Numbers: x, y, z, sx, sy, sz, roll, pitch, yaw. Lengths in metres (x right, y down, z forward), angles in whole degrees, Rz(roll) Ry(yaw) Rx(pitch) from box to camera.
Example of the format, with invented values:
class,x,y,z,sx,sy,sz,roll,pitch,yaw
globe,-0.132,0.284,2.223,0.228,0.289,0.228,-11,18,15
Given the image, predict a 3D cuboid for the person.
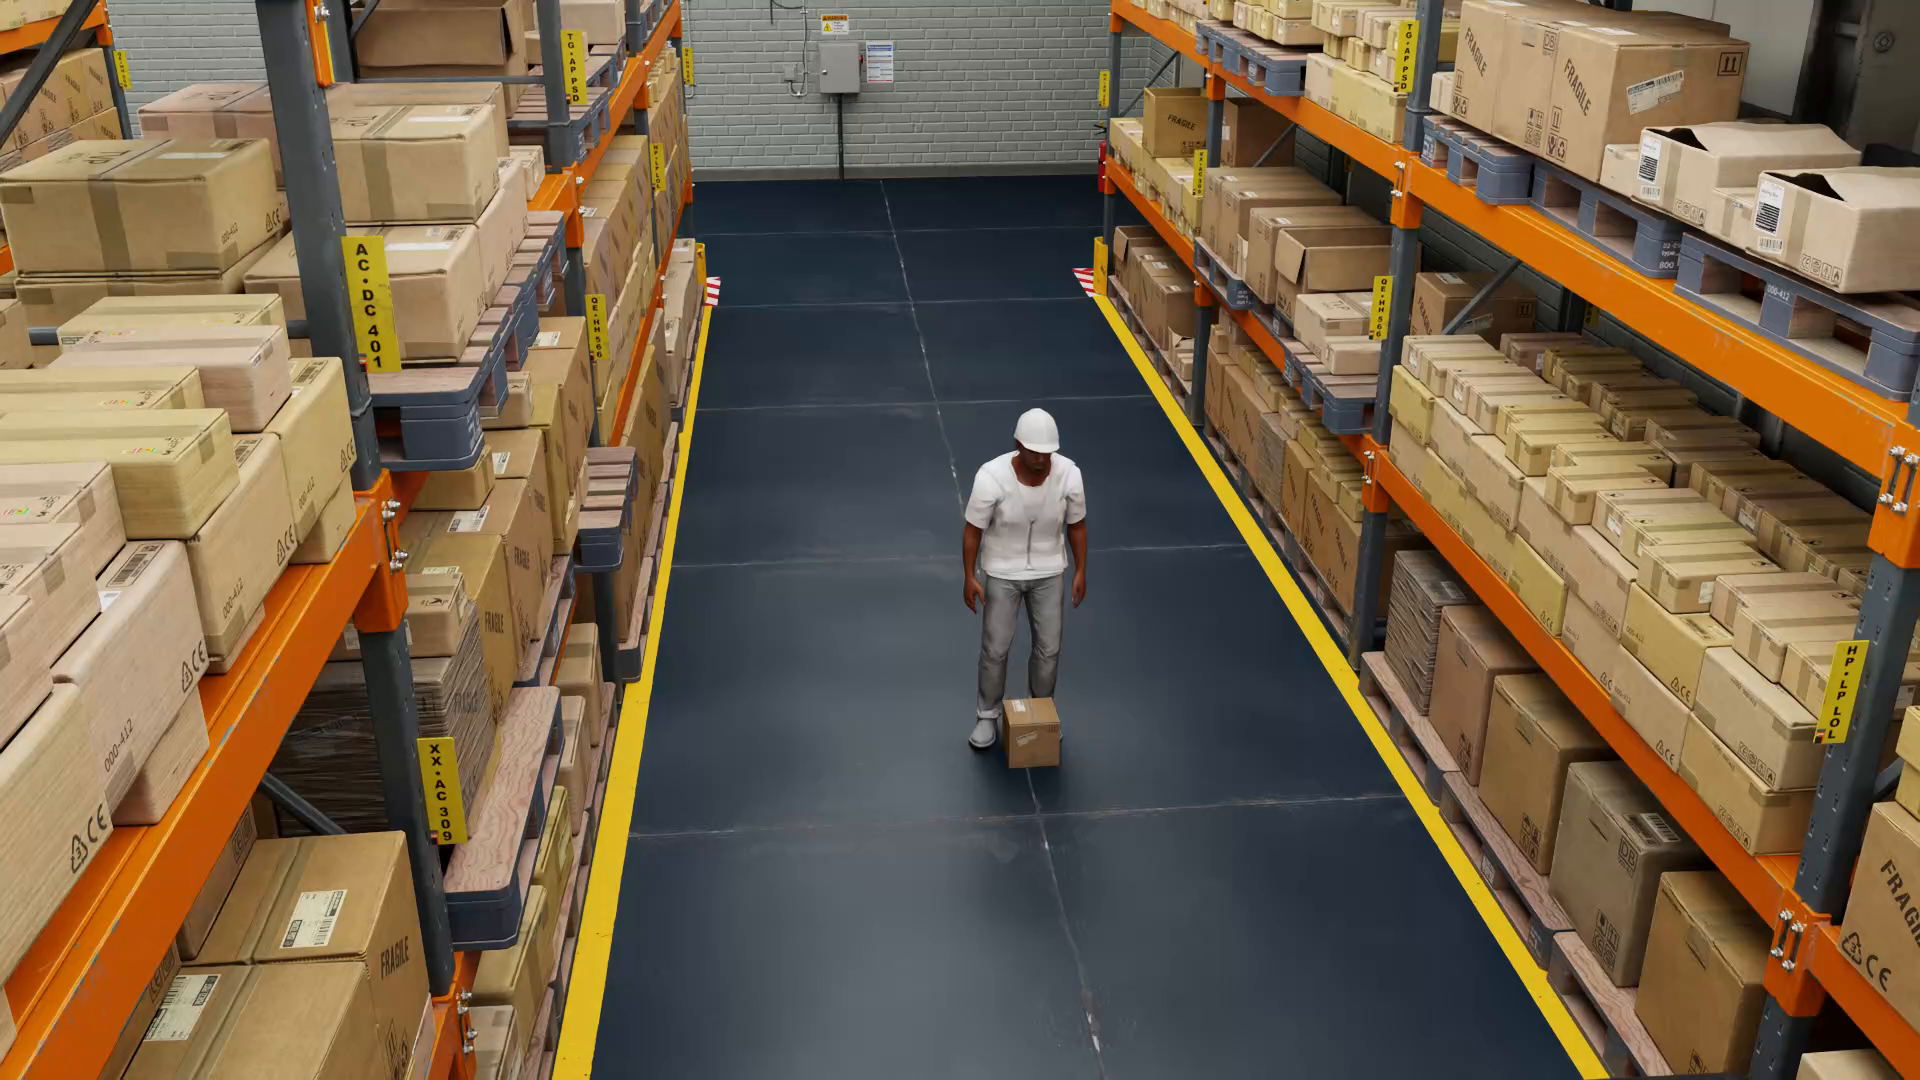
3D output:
class,x,y,z,sx,sy,sz,roll,pitch,yaw
person,0.324,0.177,8.173,0.629,1.759,0.460,-4,24,-8
